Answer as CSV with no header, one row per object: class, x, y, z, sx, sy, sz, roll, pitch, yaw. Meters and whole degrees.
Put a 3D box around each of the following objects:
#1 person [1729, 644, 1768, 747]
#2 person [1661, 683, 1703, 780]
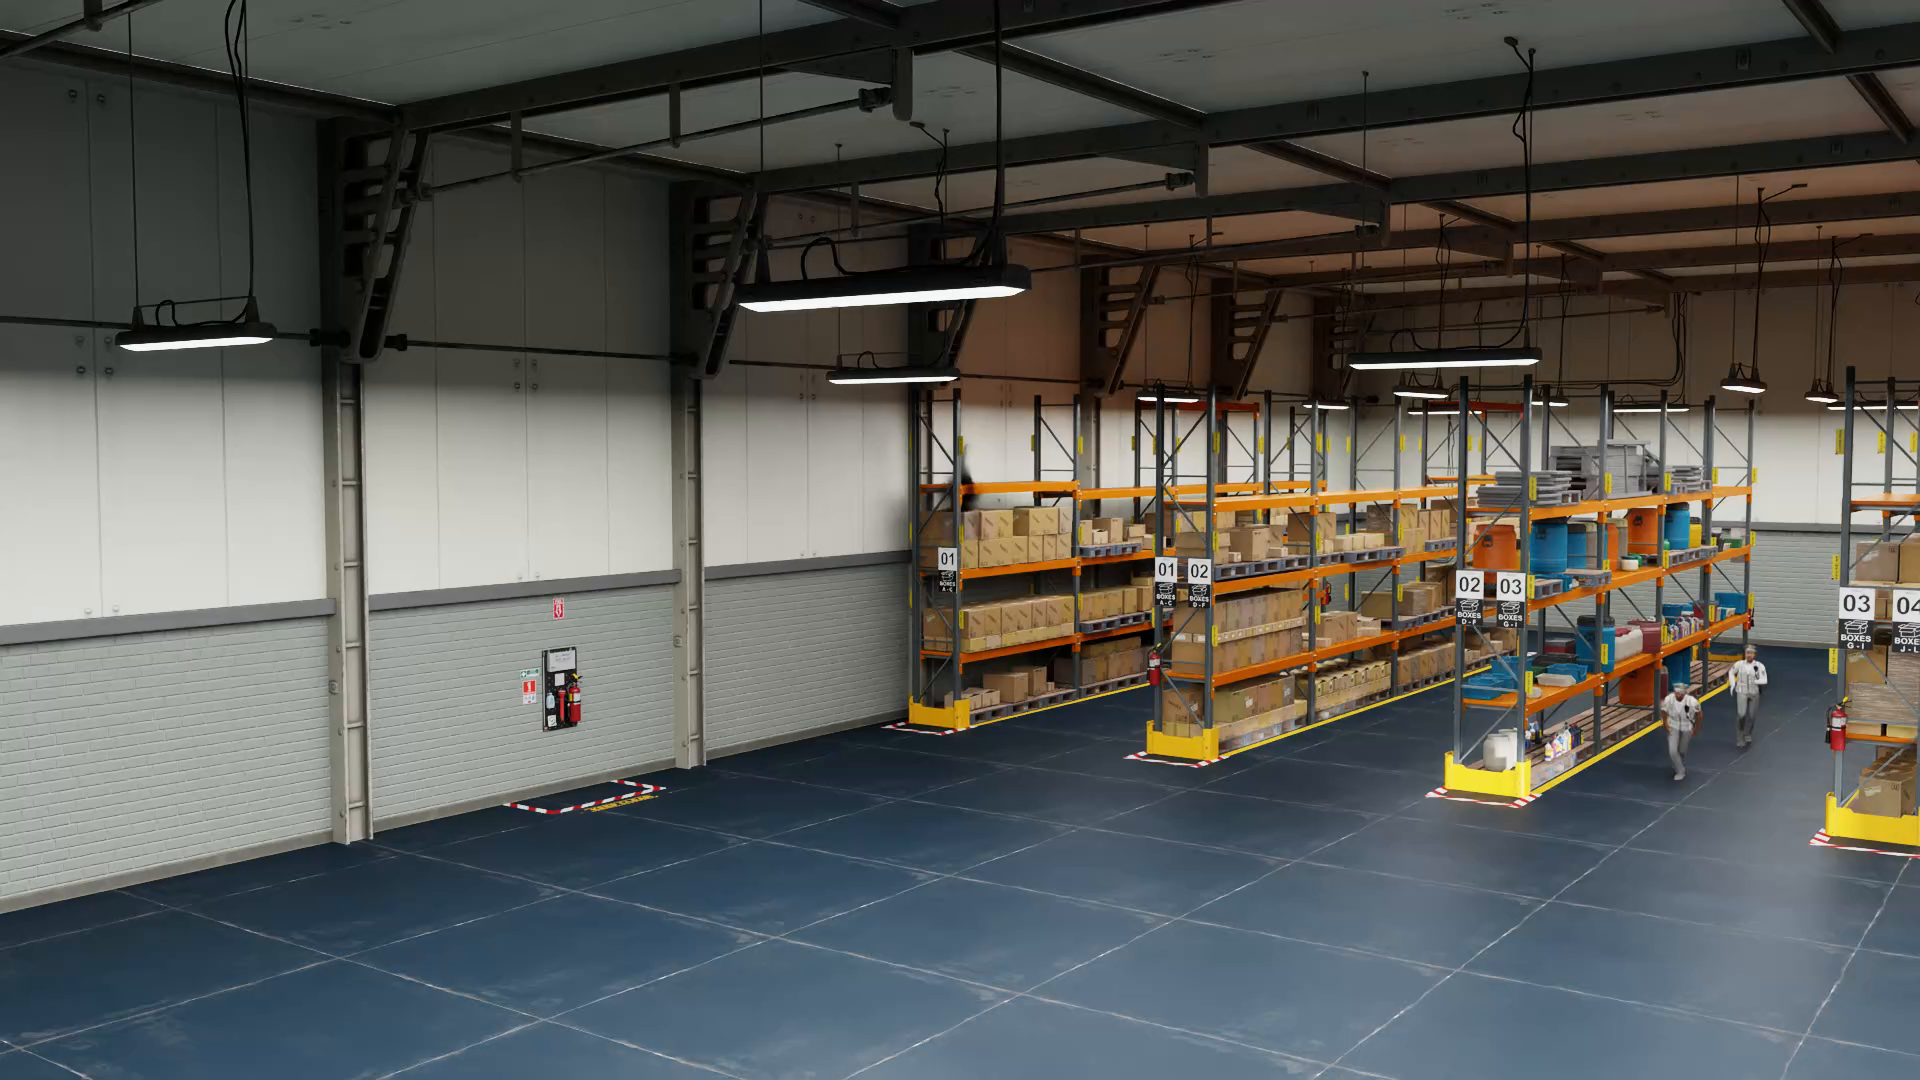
person,13.089,2.586,27.612,0.557,1.718,0.669,1,3,20
person,10.829,2.846,24.948,0.578,1.488,0.939,2,4,25
